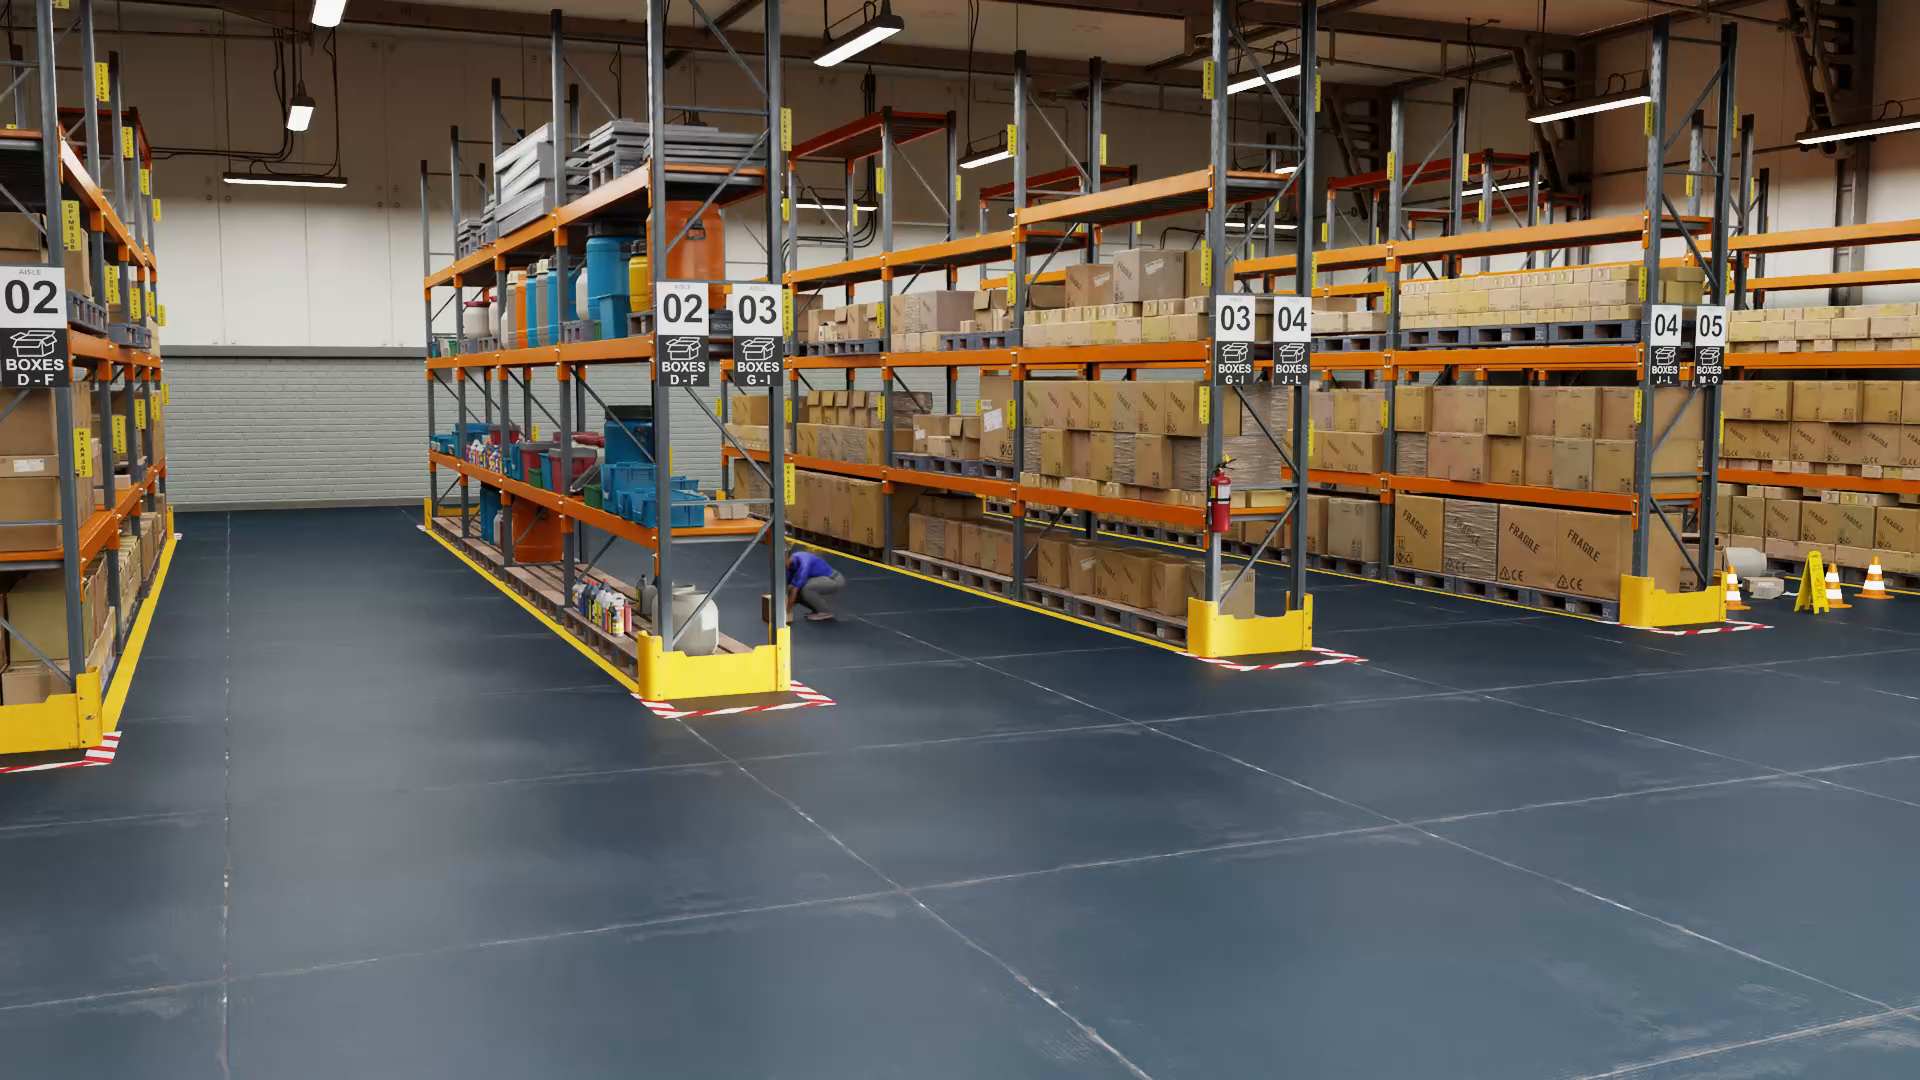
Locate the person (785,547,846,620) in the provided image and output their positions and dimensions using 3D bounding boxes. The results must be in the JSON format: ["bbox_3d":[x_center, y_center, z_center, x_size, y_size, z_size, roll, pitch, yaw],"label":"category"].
[{"bbox_3d":[-1.577,0.463,17.165,0.813,0.814,0.471,-2,6,-24],"label":"person"}]
